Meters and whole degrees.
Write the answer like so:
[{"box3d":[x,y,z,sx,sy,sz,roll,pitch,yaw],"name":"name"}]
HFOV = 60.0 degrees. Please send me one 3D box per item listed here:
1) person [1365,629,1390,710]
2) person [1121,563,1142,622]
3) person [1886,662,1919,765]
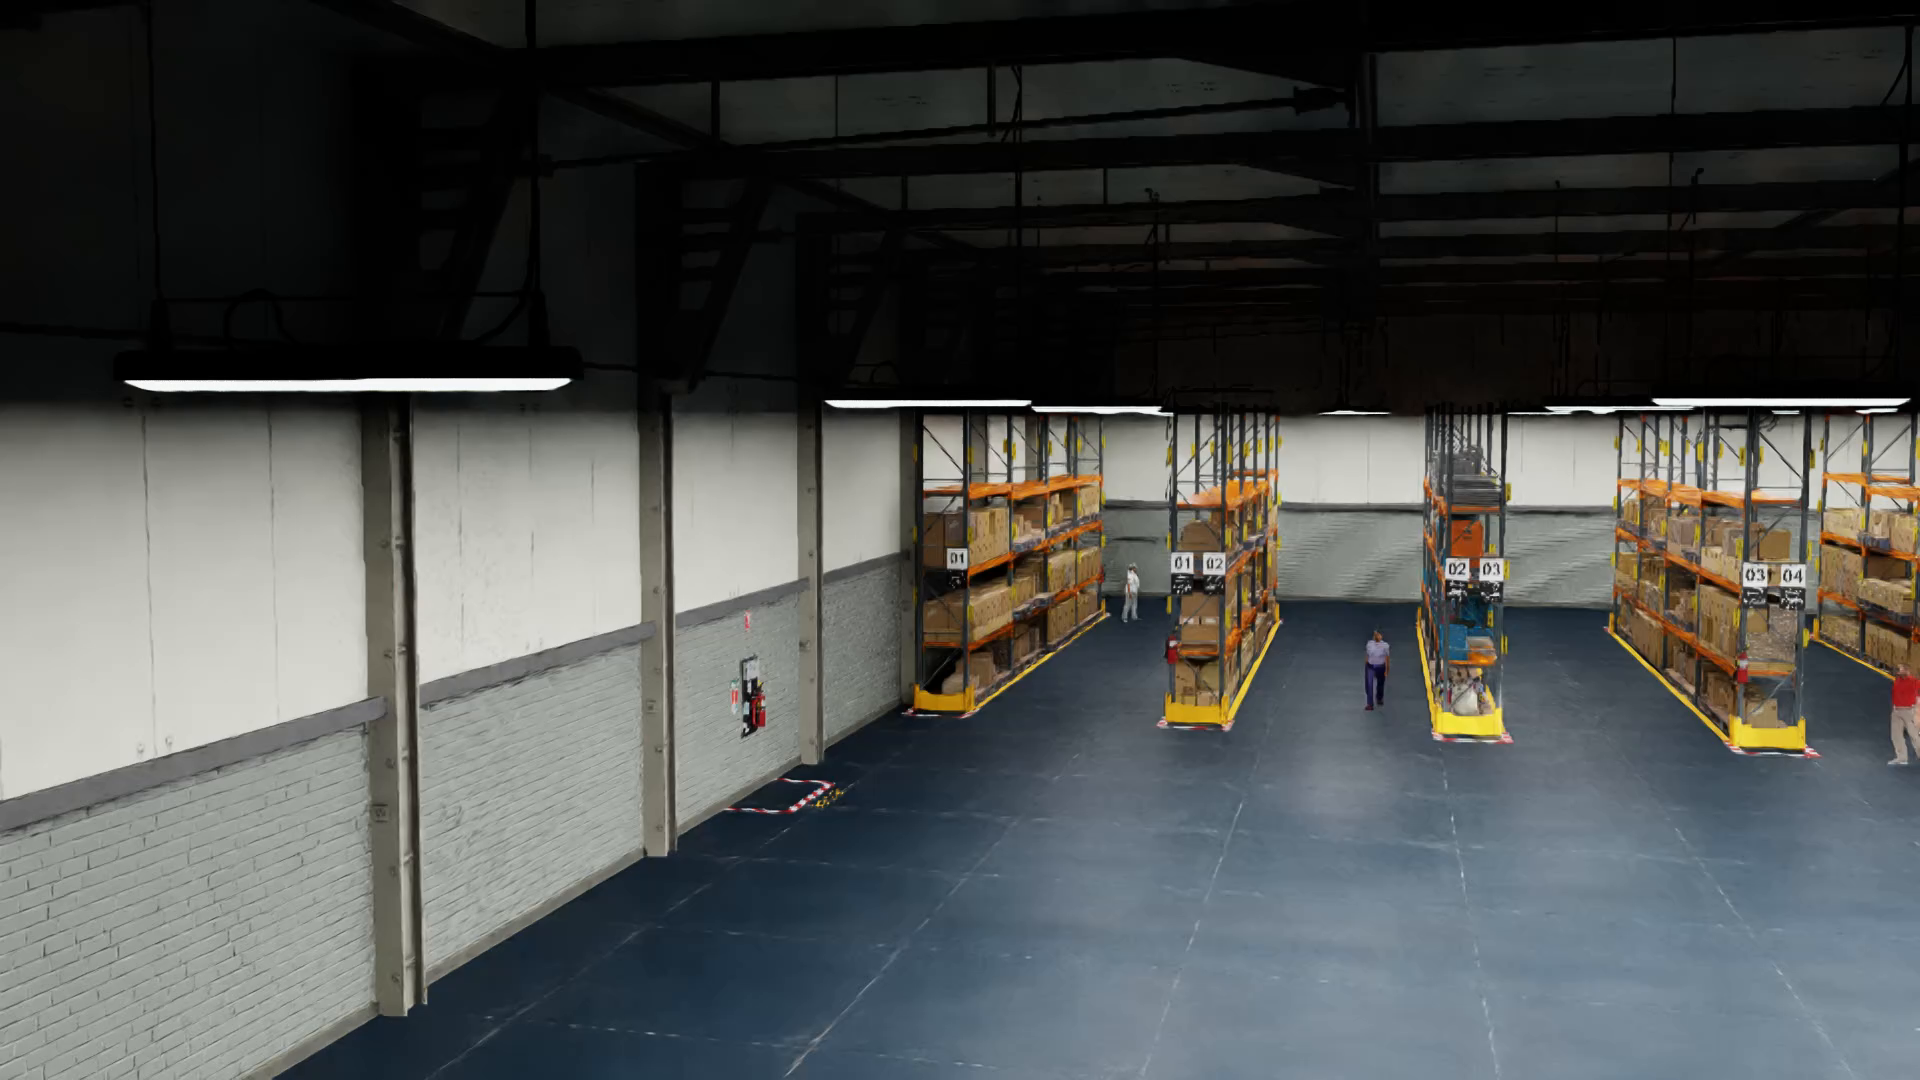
[{"box3d":[8.189,2.516,32.632,0.478,1.567,1.093,1,4,12],"name":"person"},{"box3d":[4.794,1.455,46.532,0.495,1.660,0.614,2,4,20],"name":"person"},{"box3d":[15.613,2.854,27.334,0.563,1.718,0.656,-1,4,-15],"name":"person"}]
